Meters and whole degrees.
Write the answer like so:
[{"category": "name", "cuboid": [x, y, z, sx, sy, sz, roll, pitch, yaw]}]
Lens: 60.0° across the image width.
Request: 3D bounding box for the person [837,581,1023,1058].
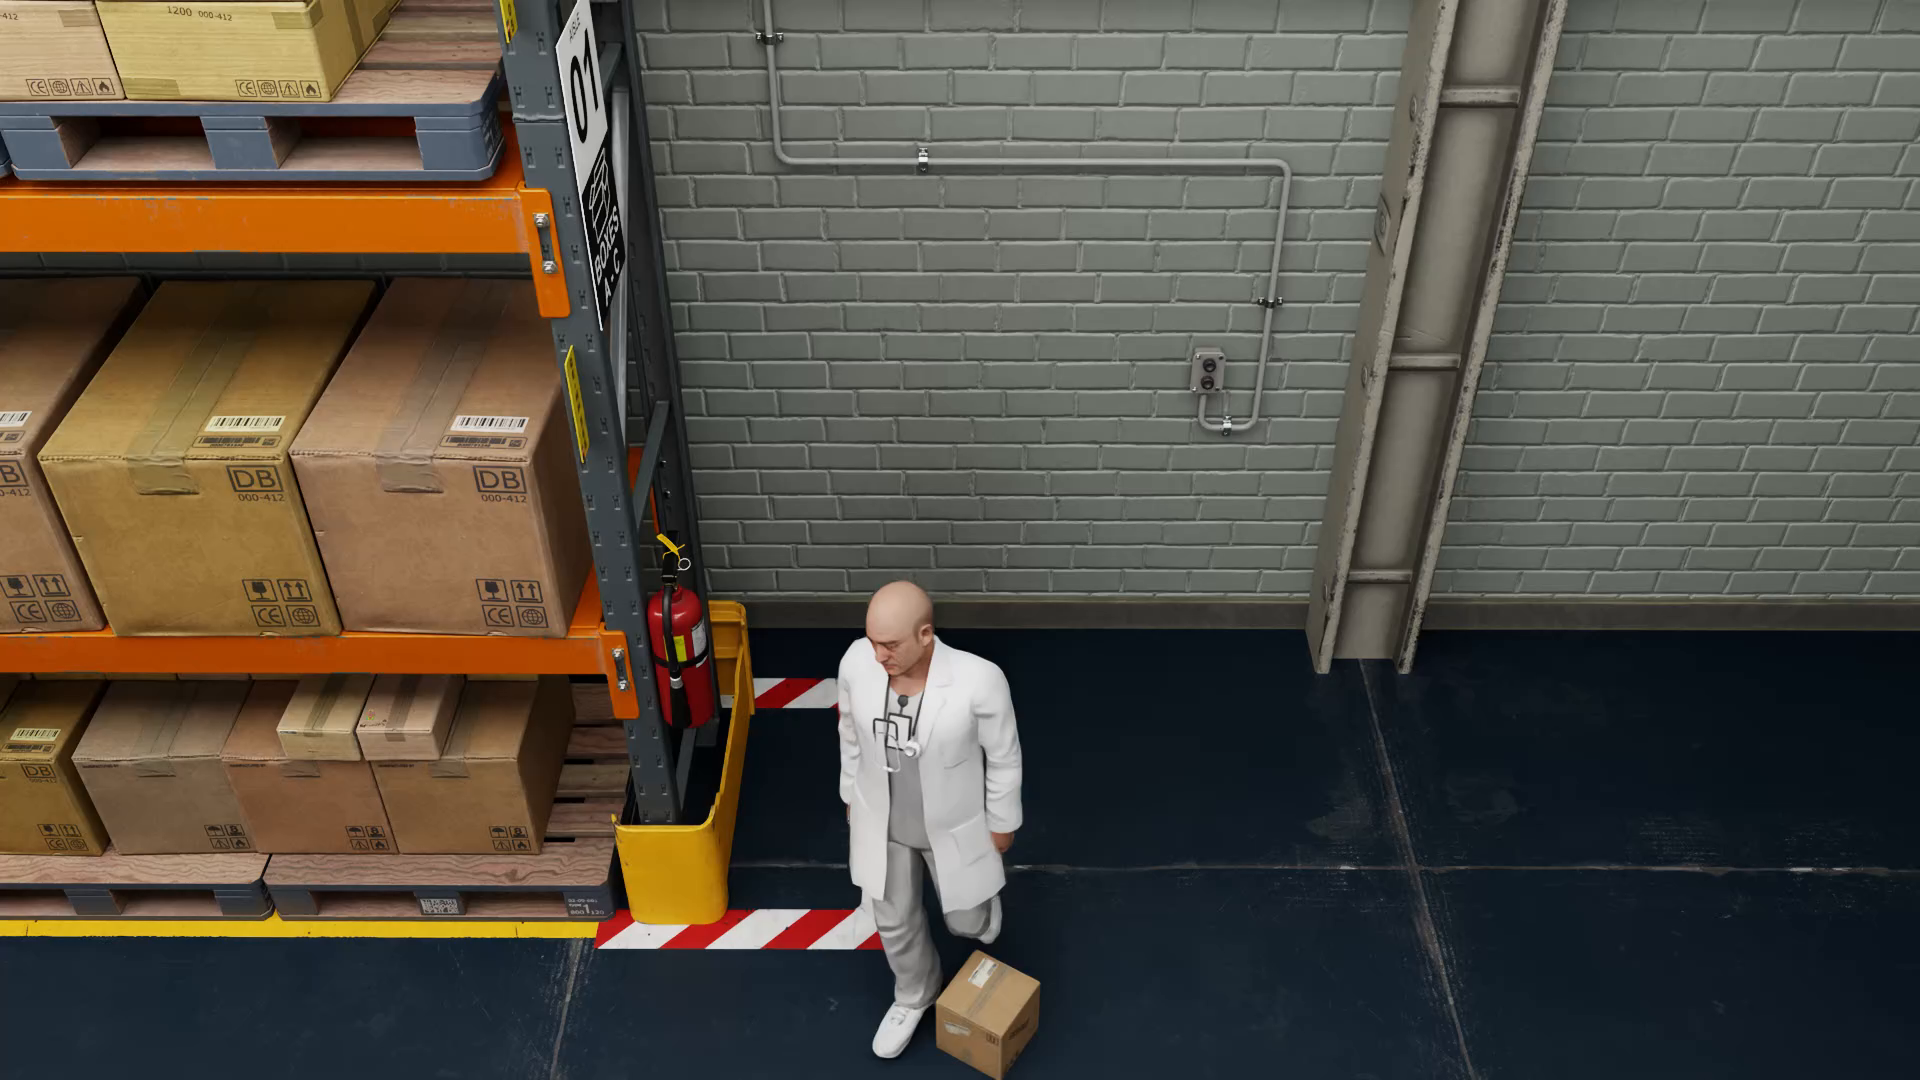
[{"category": "person", "cuboid": [-0.085, 0.826, 5.169, 0.596, 1.711, 0.778, 11, 40, 13]}]
